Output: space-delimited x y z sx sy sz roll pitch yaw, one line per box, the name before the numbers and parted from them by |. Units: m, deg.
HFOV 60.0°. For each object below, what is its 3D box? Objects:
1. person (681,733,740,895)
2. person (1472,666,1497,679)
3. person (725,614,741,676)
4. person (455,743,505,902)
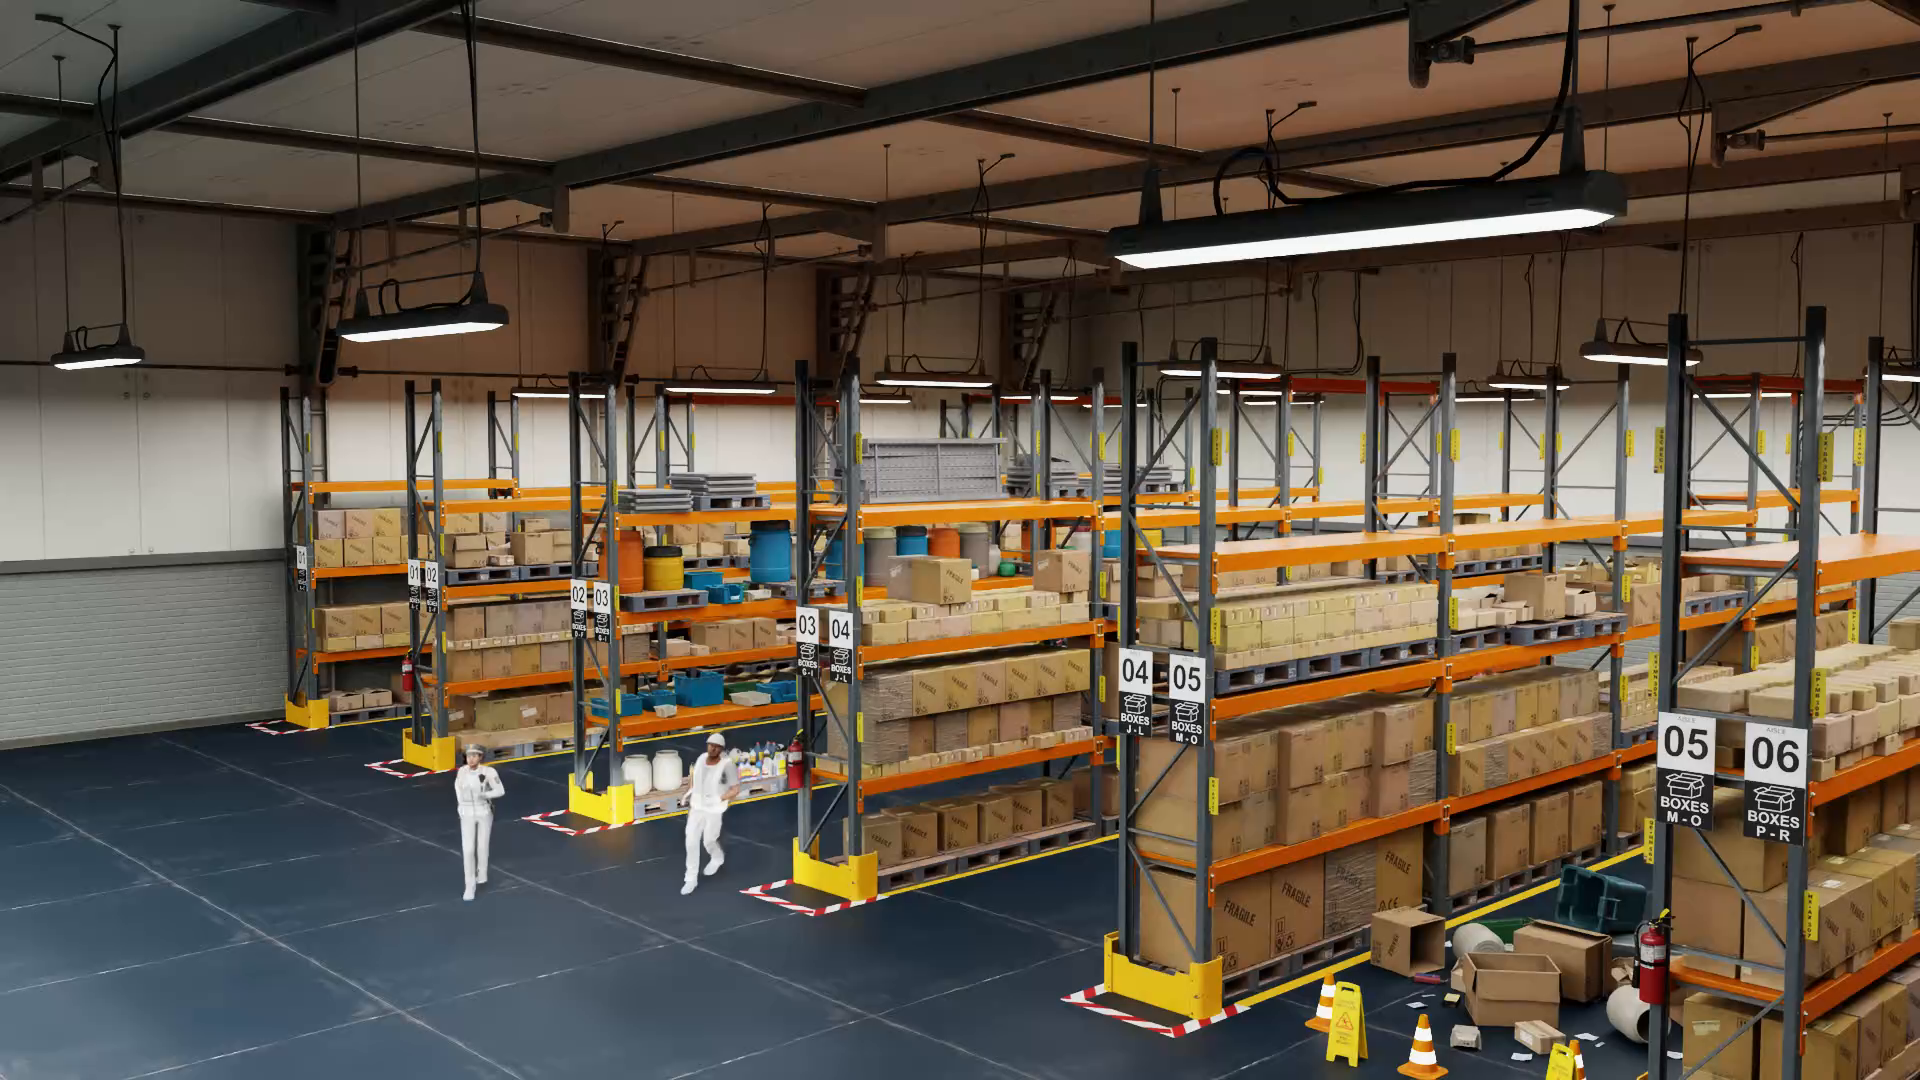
person | -2.823 3.080 18.948 0.715 1.768 0.845 1 4 18
person | 7.990 2.663 25.155 0.760 1.845 0.643 -4 5 -44
person | -4.475 2.230 32.677 0.635 1.770 0.756 3 5 40
person | -5.424 3.128 18.716 0.560 1.747 0.789 0 4 -8
